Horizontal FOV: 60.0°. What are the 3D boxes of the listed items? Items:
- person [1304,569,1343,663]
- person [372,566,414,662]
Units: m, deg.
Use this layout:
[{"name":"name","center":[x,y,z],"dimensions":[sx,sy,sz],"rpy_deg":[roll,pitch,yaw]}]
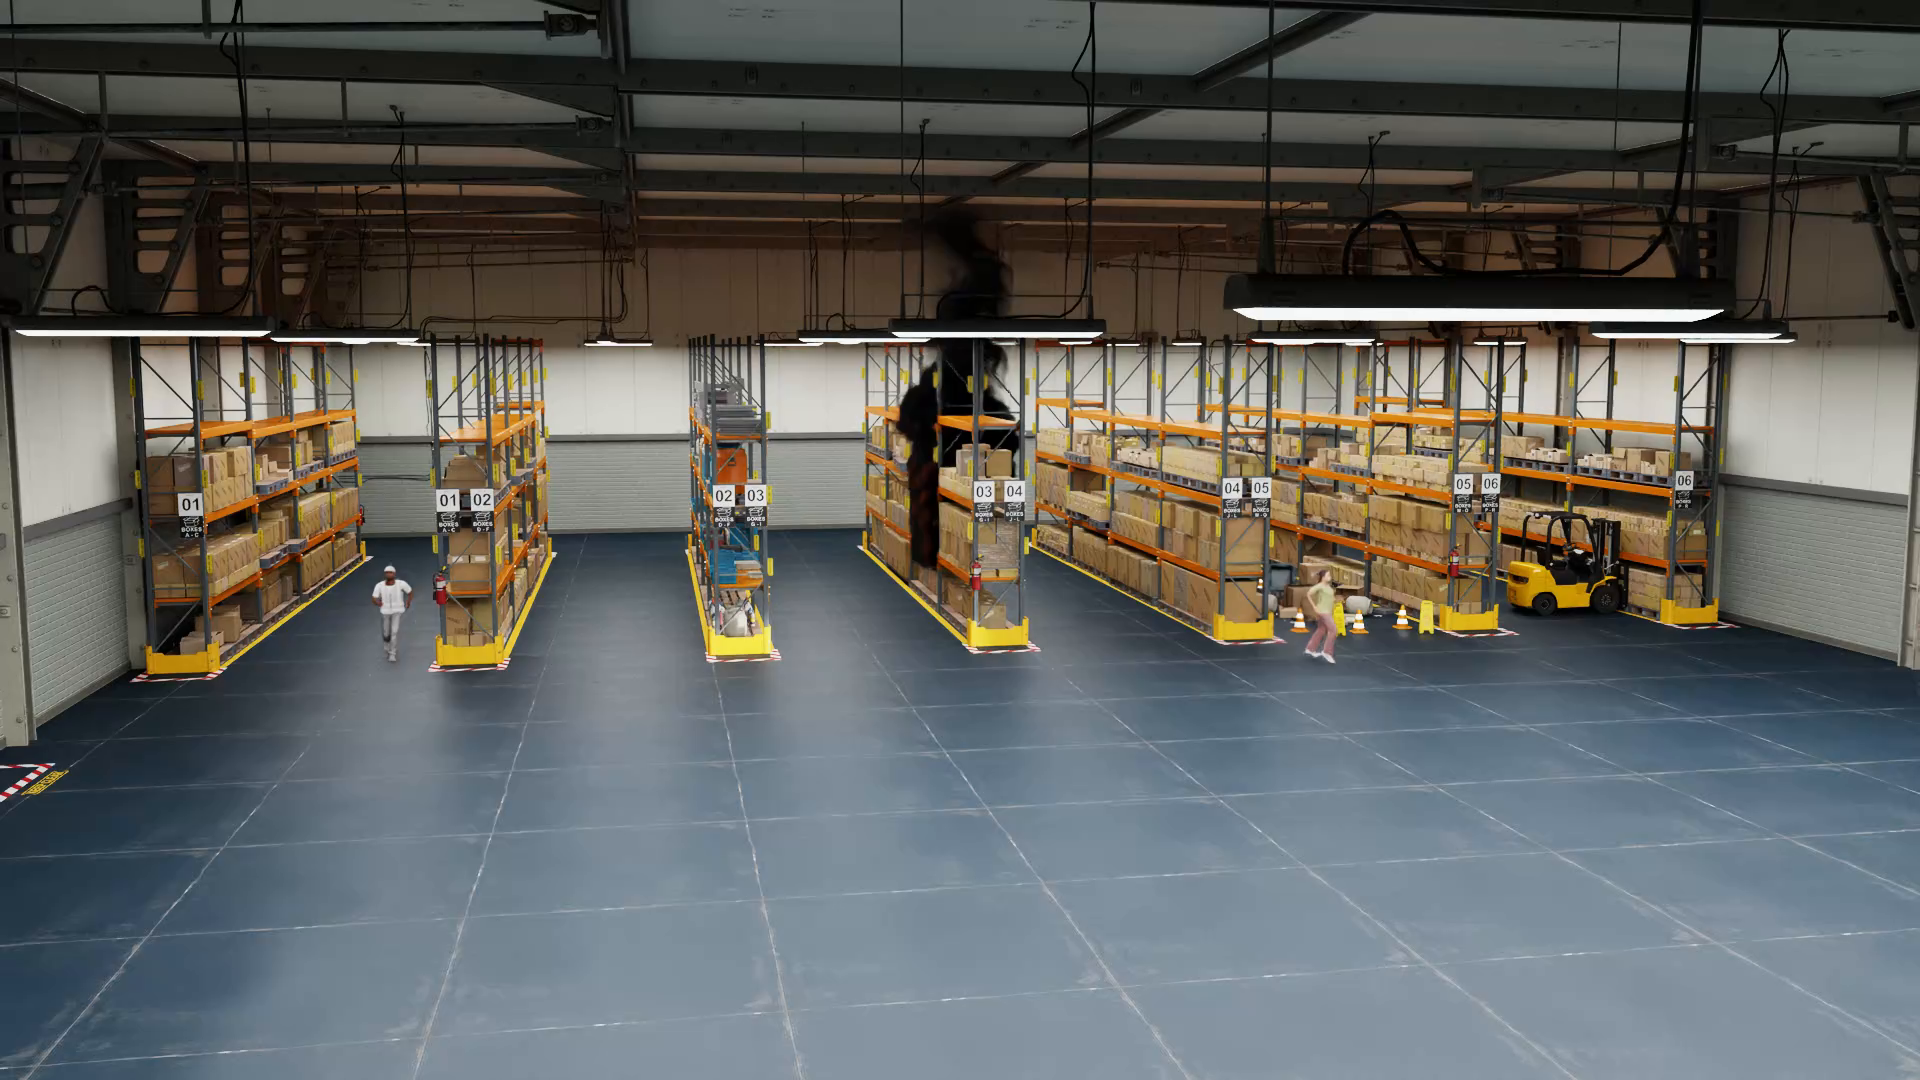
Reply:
[{"name":"person","center":[6.695,1.391,30.626],"dimensions":[0.723,1.721,0.547],"rpy_deg":[4,8,31]},{"name":"person","center":[-10.512,1.349,30.771],"dimensions":[0.715,1.712,0.931],"rpy_deg":[-1,7,-10]}]
